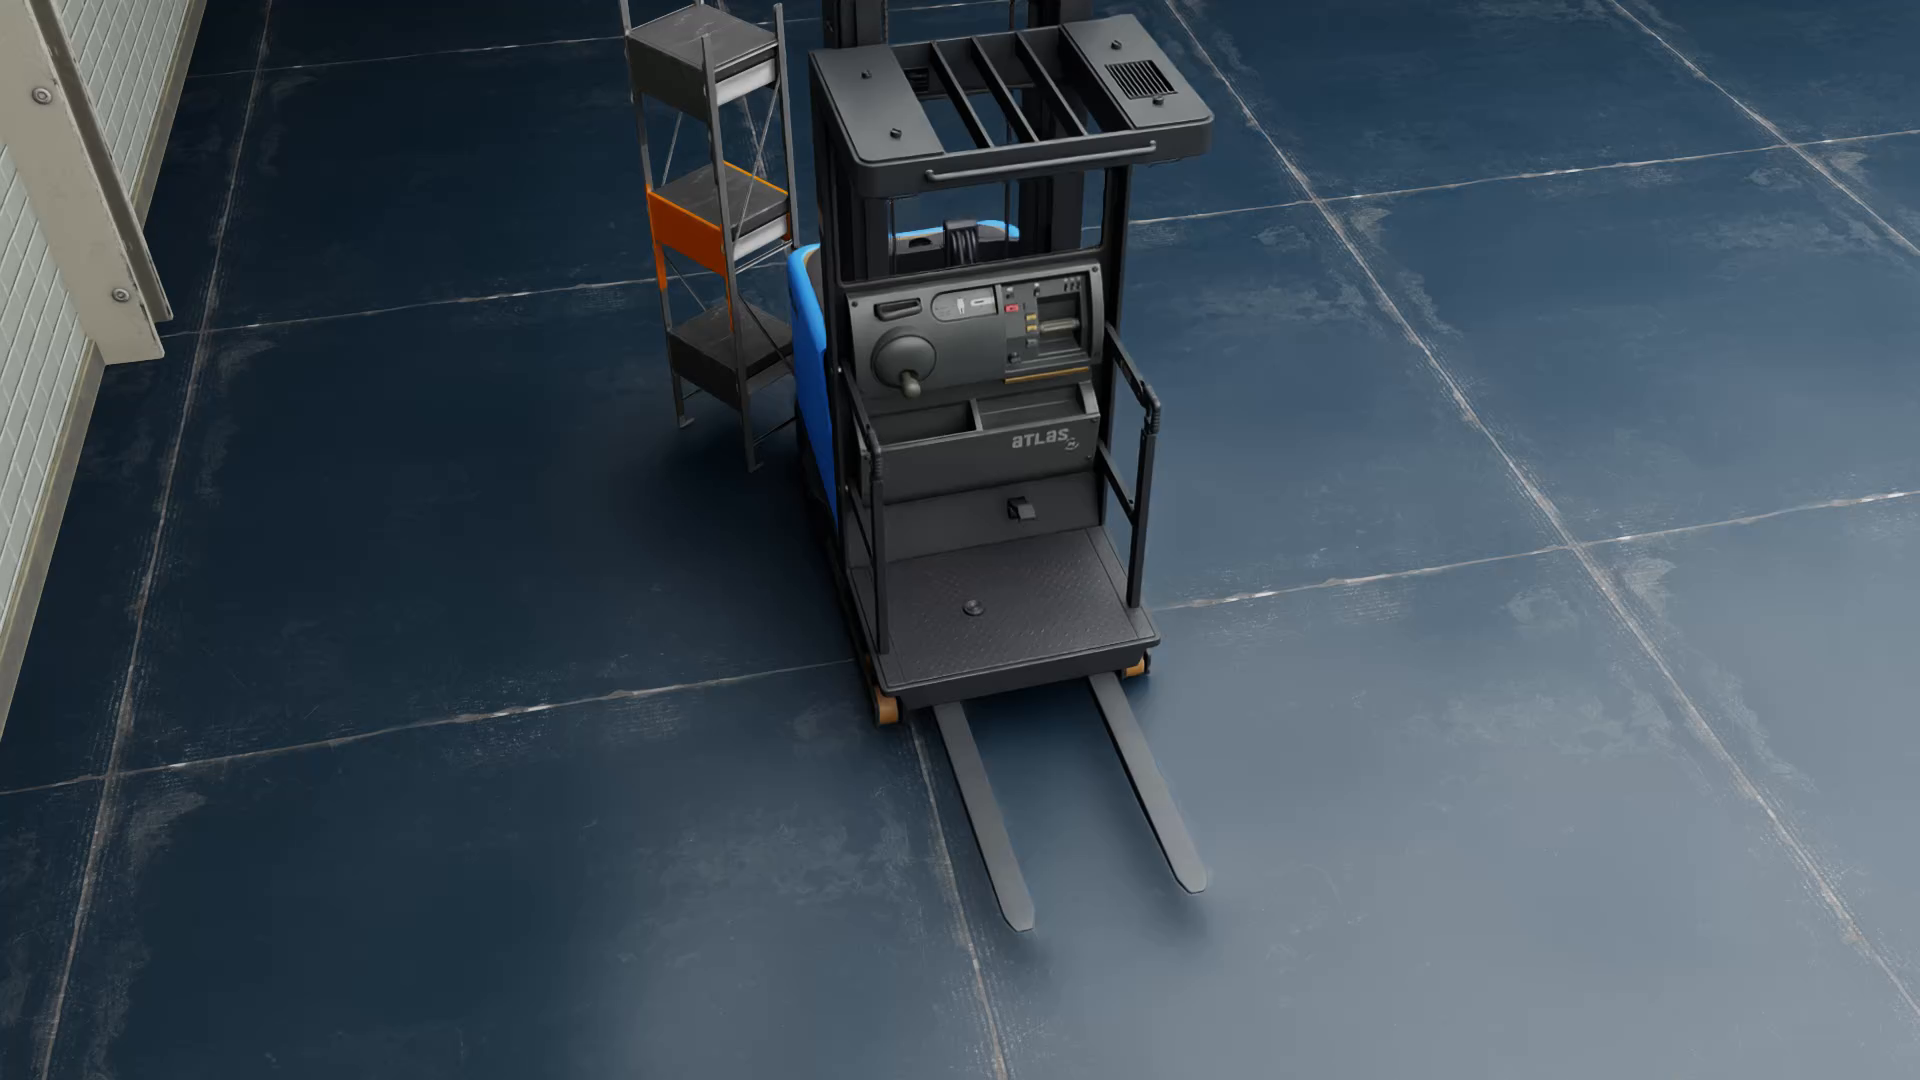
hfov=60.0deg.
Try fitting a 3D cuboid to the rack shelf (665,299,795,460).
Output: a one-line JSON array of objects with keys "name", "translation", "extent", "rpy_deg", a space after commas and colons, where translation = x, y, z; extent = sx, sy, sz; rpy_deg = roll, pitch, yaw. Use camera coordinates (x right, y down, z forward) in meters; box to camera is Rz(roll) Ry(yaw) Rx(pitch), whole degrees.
[{"name": "rack shelf", "translation": [-1.007, -0.765, 7.605], "extent": [0.480, 0.518, 0.431], "rpy_deg": [31, 50, 30]}]

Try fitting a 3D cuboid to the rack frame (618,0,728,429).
[{"name": "rack frame", "translation": [-1.188, -1.408, 7.255], "extent": [0.015, 2.100, 0.400], "rpy_deg": [31, 50, 30]}]

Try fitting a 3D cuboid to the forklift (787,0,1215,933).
[{"name": "forklift", "translation": [0.121, -0.669, 5.796], "extent": [1.130, 2.935, 3.031], "rpy_deg": [-10, 43, -11]}]

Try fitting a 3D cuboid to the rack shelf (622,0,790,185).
[{"name": "rack shelf", "translation": [-1.007, -1.812, 6.676], "extent": [0.480, 0.518, 0.431], "rpy_deg": [31, 50, 30]}]

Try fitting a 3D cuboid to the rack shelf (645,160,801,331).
[{"name": "rack shelf", "translation": [-1.007, -1.289, 7.141], "extent": [0.480, 0.518, 0.431], "rpy_deg": [31, 50, 30]}]

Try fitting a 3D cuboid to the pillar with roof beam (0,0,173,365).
[{"name": "pillar with roof beam", "translation": [0.047, -4.994, 6.098], "extent": [9.100, 9.000, 0.400], "rpy_deg": [-8, 42, -9]}]

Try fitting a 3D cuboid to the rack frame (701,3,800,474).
[{"name": "rack frame", "translation": [-0.827, -1.190, 7.008], "extent": [0.015, 2.100, 0.400], "rpy_deg": [31, 50, 30]}]

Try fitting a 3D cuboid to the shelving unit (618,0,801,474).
[{"name": "shelving unit", "translation": [-1.007, -1.299, 7.131], "extent": [0.503, 2.100, 0.431], "rpy_deg": [31, 50, 30]}]
